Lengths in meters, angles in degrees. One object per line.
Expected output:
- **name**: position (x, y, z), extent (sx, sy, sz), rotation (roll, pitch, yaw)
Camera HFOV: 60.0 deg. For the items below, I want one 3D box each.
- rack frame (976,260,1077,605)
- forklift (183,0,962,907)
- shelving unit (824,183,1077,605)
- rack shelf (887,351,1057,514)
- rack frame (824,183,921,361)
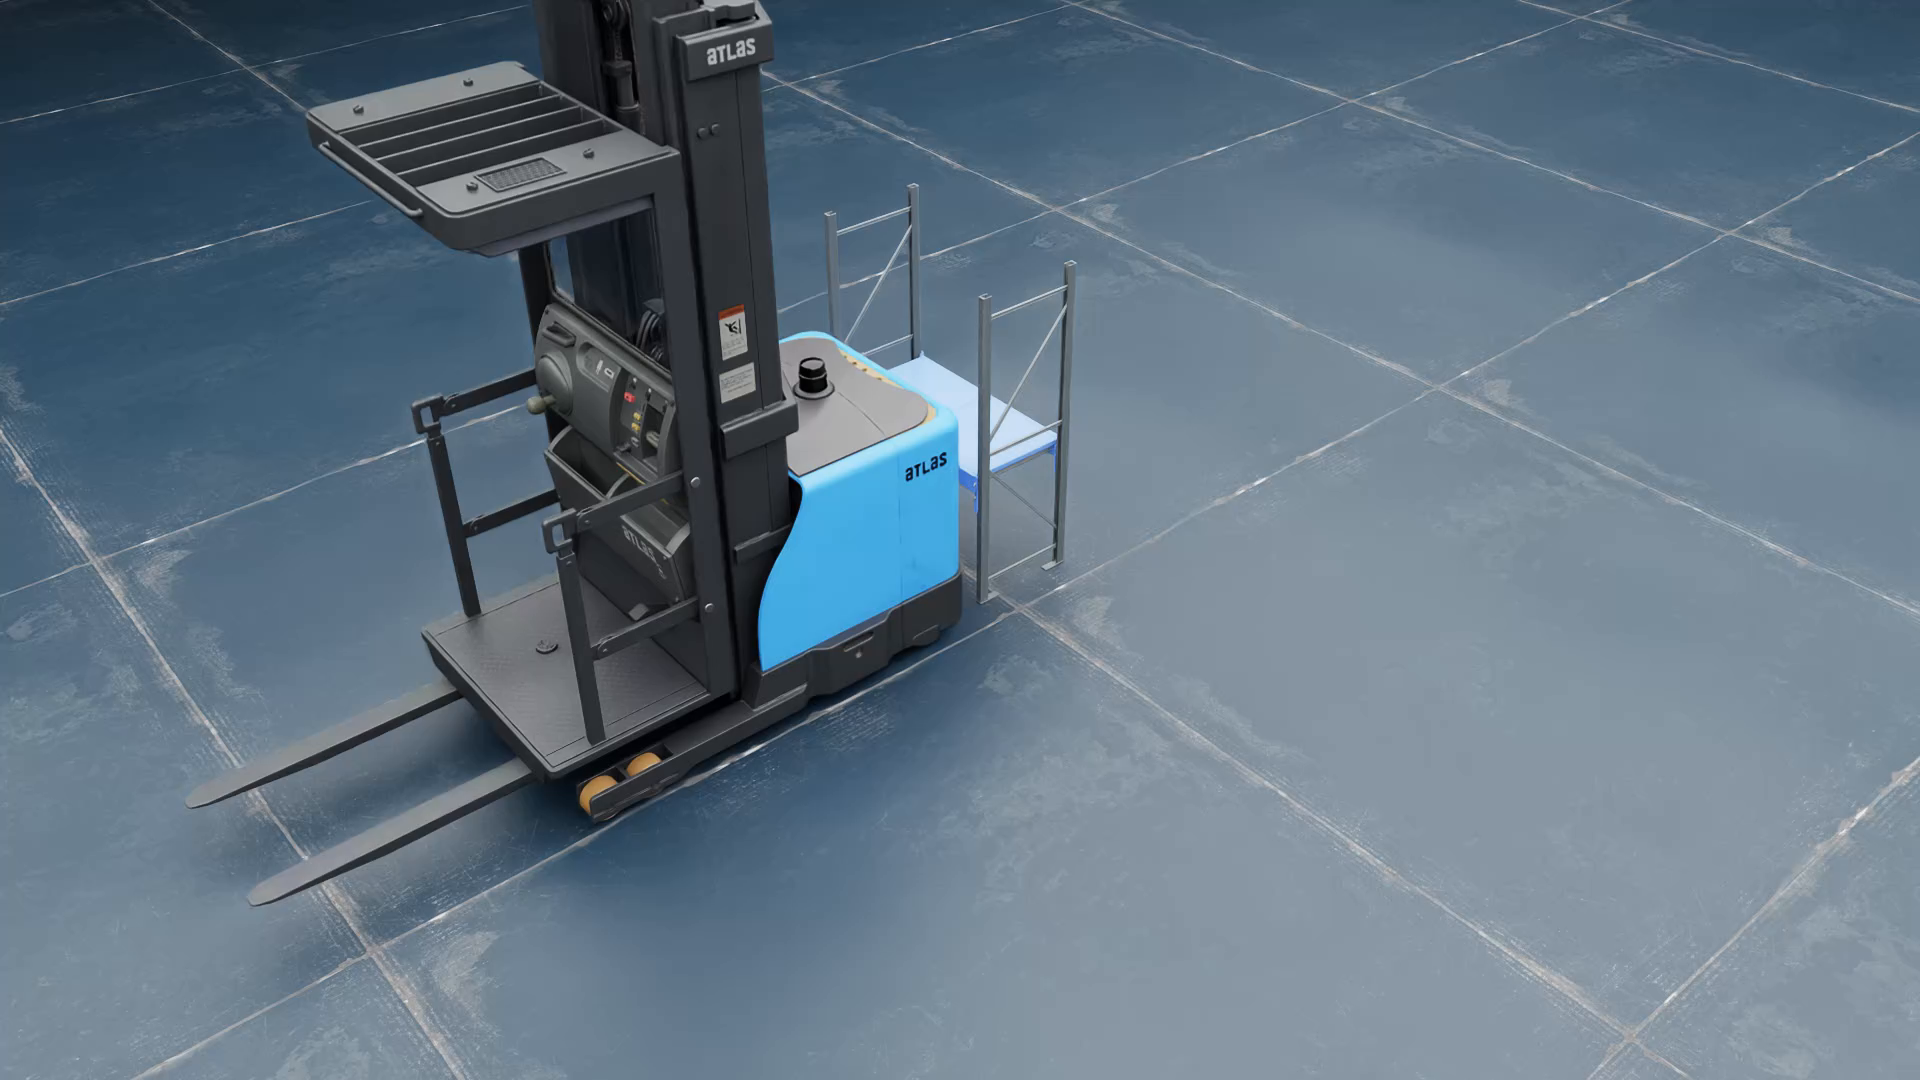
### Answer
- **rack frame**: position (0.273, -0.425, 7.053), extent (0.500, 1.500, 0.032), rotation (-26, 43, -32)
- **forklift**: position (-1.445, -0.486, 5.900), extent (3.031, 2.935, 1.130), rotation (-26, 43, -32)
- **shelving unit**: position (-0.055, -0.650, 7.370), extent (0.538, 1.500, 1.048), rotation (-26, 43, -32)
- **rack shelf**: position (-0.055, -0.503, 7.474), extent (0.538, 0.185, 1.000), rotation (-26, 43, -32)
- **rack frame**: position (-0.383, -0.874, 7.687), extent (0.500, 1.500, 0.032), rotation (-26, 43, -32)
